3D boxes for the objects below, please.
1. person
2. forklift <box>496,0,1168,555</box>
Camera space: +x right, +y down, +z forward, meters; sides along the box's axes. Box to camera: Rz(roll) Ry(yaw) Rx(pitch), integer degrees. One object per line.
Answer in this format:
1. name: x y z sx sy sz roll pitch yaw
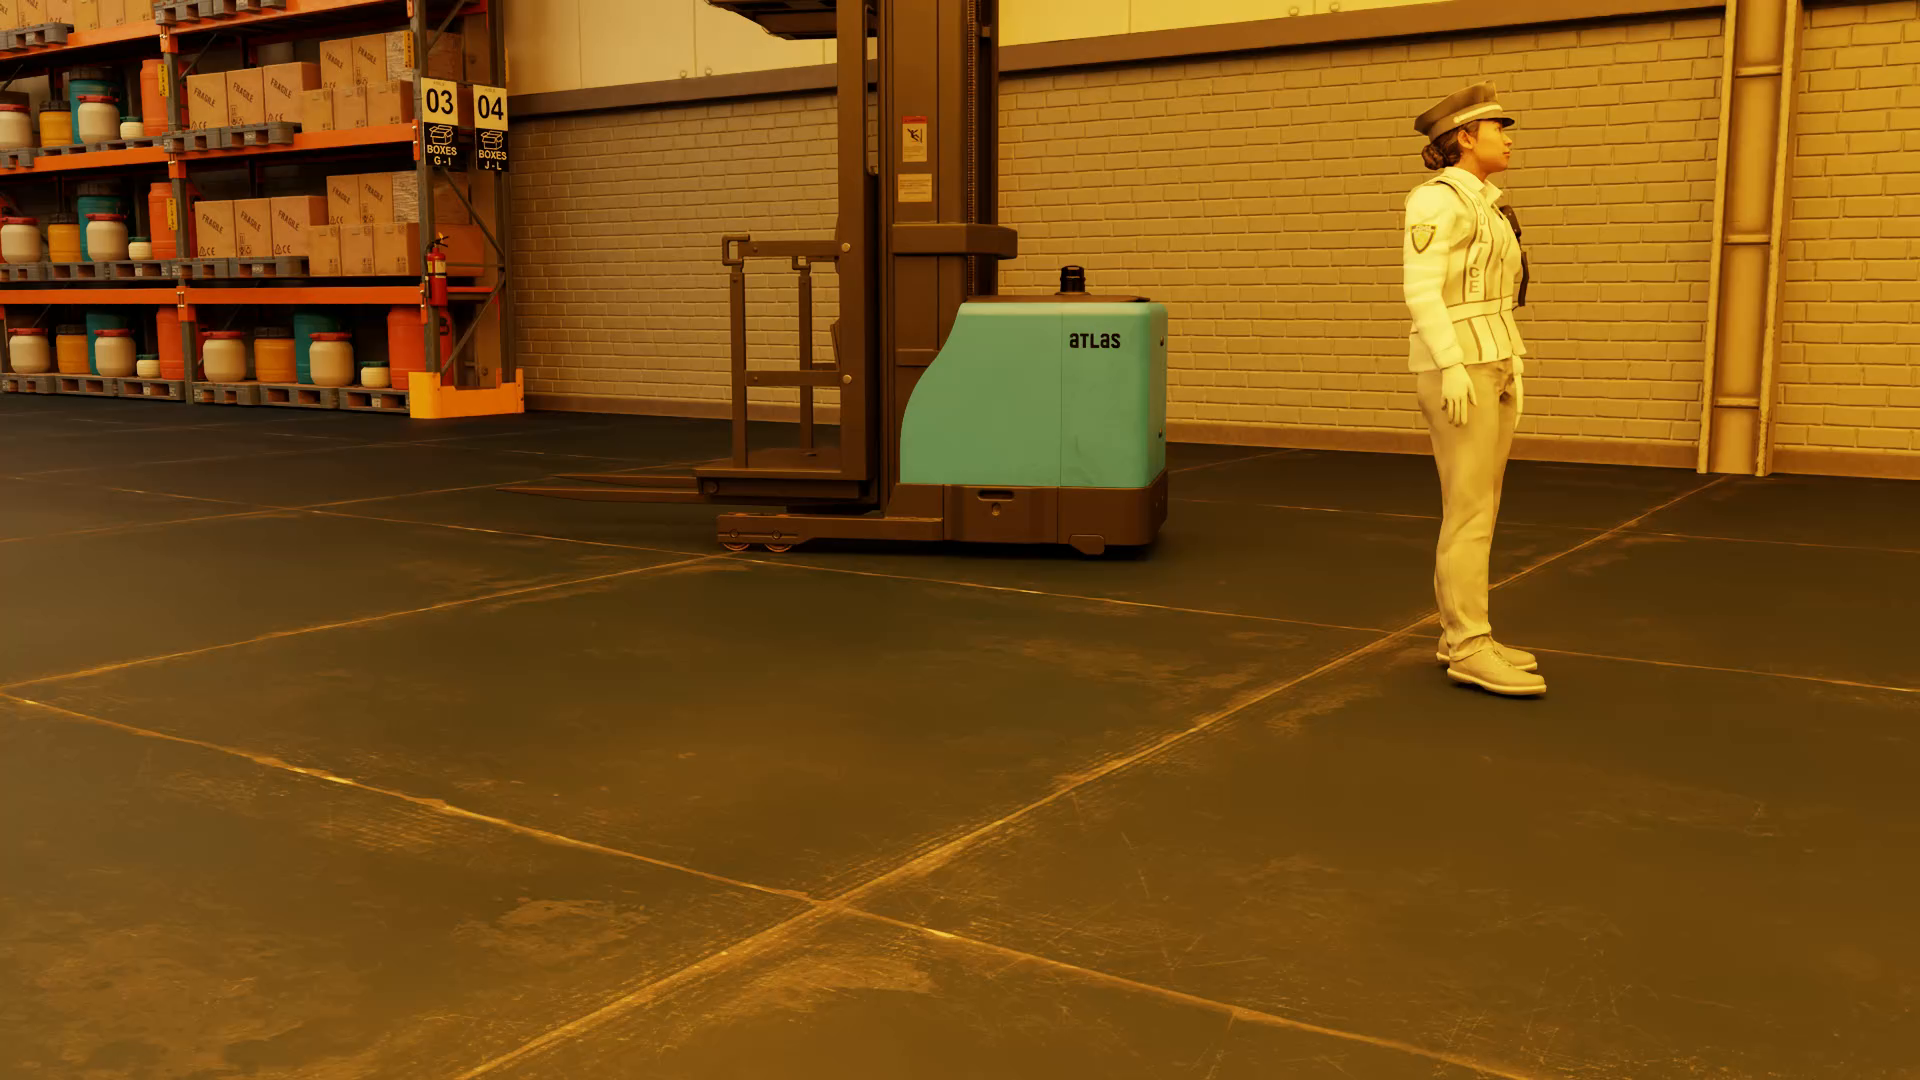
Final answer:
1. person: 1.524 -0.460 4.767 0.530 1.694 0.587 6 10 36
2. forklift: -0.596 -1.469 7.520 3.031 2.935 1.130 2 8 12
